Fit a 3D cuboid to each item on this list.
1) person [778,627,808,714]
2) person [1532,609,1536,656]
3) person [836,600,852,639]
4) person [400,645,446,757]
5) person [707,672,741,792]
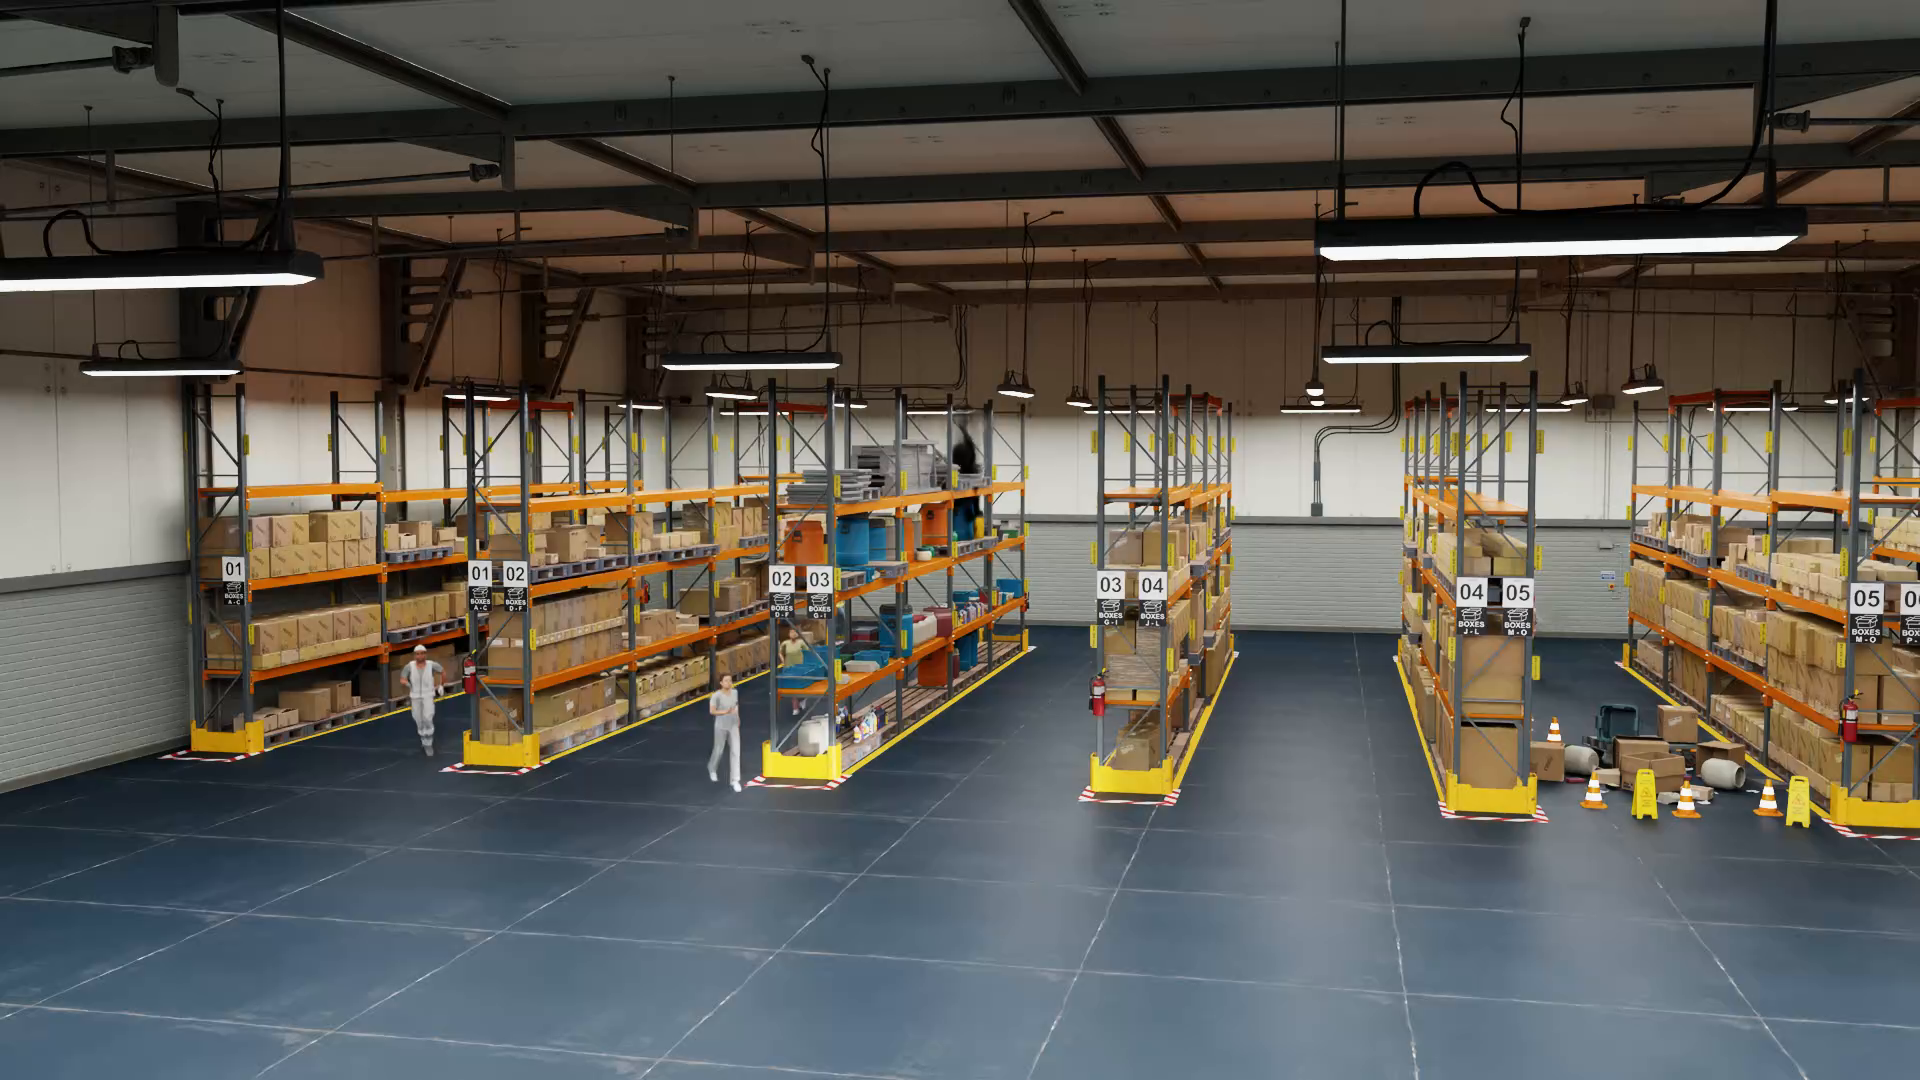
[{"bbox_3d":[-3.099,2.428,30.906,0.567,1.629,0.563,0,3,4],"label":"person"},{"bbox_3d":[12.208,2.037,36.159,0.671,1.783,0.884,0,3,2],"label":"person"},{"bbox_3d":[-3.086,1.729,42.482,0.643,1.772,0.753,1,4,24],"label":"person"},{"bbox_3d":[-8.700,2.583,26.915,0.671,1.803,0.811,0,3,-8],"label":"person"},{"bbox_3d":[-3.422,2.753,24.209,0.552,1.678,0.948,-2,4,-31],"label":"person"}]
